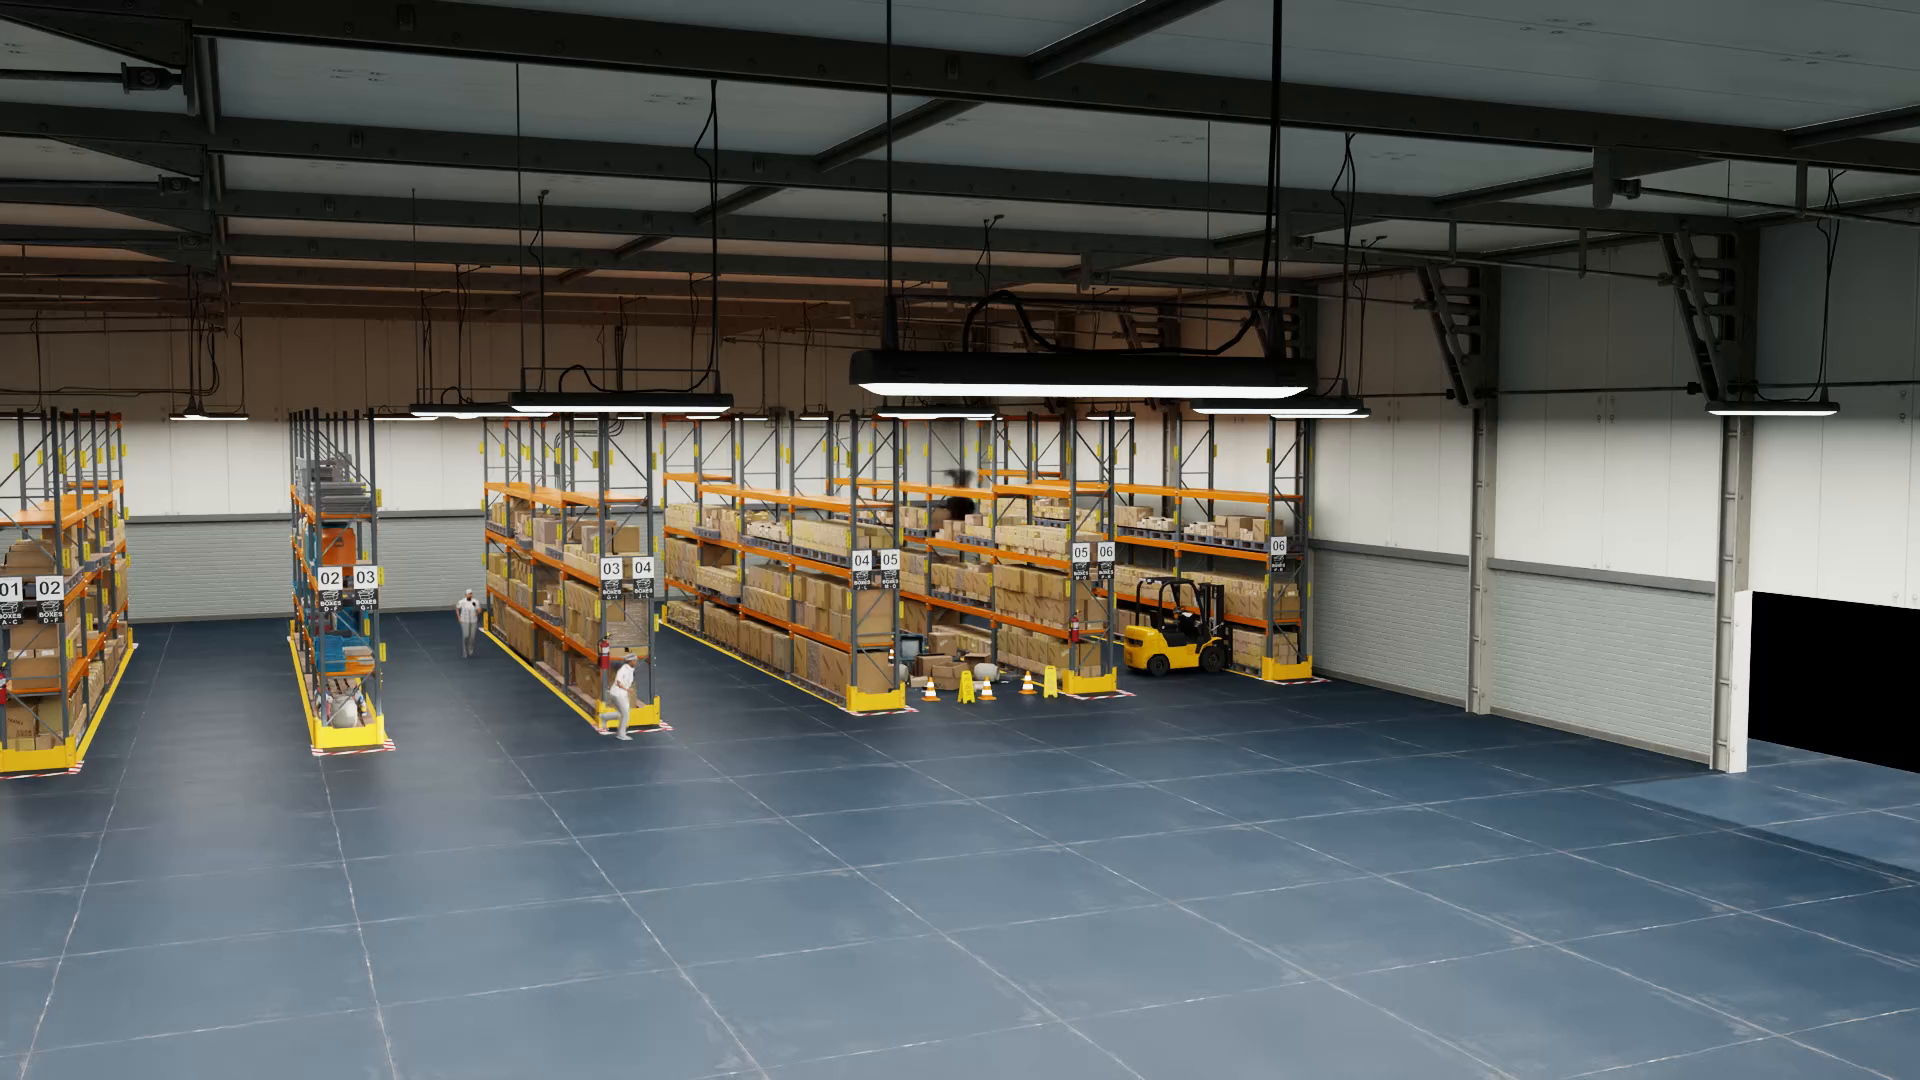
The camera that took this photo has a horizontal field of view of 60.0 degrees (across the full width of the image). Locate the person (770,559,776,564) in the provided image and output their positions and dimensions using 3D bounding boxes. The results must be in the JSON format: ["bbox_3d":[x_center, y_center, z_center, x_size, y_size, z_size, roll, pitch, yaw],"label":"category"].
[{"bbox_3d":[-5.583,1.370,50.568,0.853,1.658,0.644,-3,5,-37],"label":"person"}]

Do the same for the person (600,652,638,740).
[{"bbox_3d":[-6.175,2.834,30.106,0.729,1.616,0.562,1,4,9],"label":"person"}]

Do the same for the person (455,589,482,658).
[{"bbox_3d":[-12.041,2.060,40.819,0.606,1.706,0.725,-2,4,-24],"label":"person"}]
